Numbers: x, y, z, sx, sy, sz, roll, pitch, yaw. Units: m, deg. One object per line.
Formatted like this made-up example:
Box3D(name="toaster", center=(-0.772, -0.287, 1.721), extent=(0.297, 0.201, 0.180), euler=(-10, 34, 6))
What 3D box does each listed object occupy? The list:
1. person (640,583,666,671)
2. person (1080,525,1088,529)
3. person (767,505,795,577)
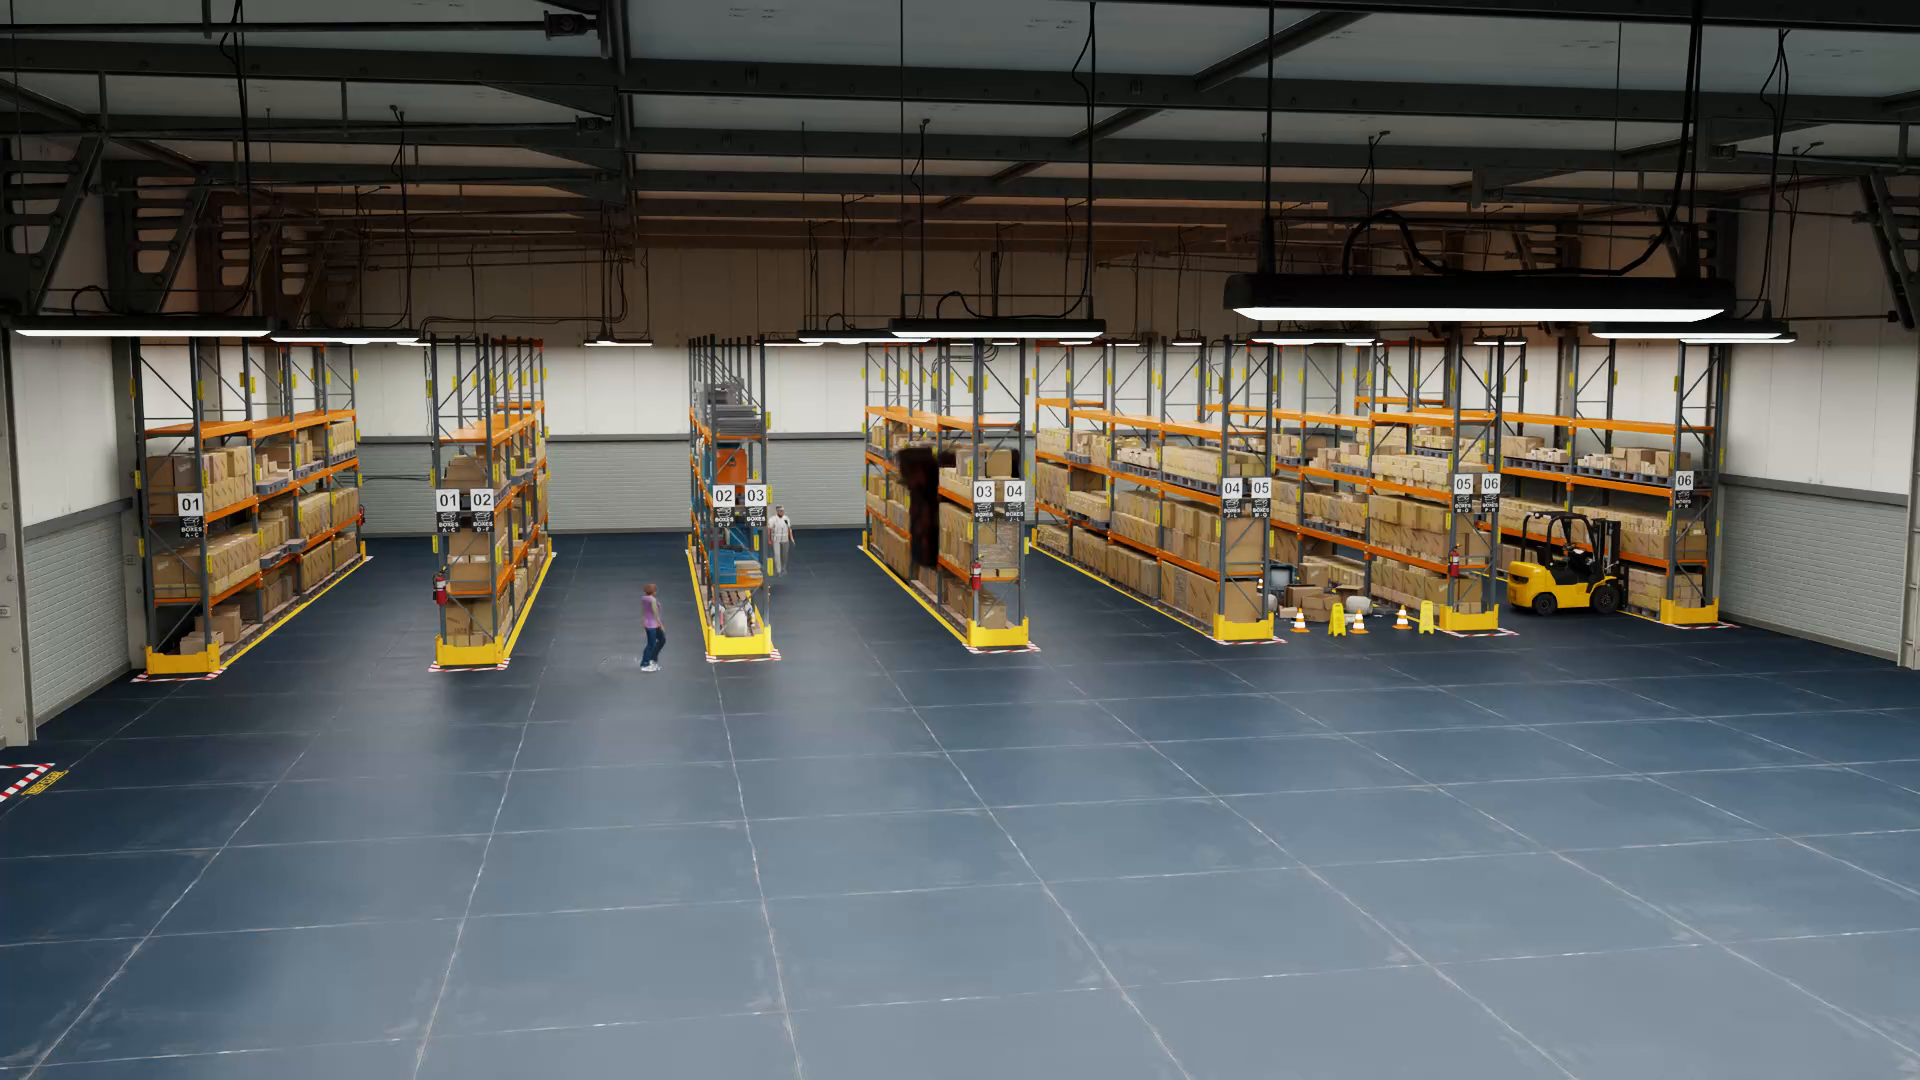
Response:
Box3D(name="person", center=(-5.454, 1.549, 29.509), extent=(0.477, 1.604, 0.420), euler=(-1, 7, -13))
Box3D(name="person", center=(3.735, -0.942, 50.915), extent=(0.514, 1.707, 0.456), euler=(-4, 8, -33))
Box3D(name="person", center=(-4.304, 0.008, 39.927), extent=(0.646, 1.710, 1.015), euler=(-2, 7, -13))
